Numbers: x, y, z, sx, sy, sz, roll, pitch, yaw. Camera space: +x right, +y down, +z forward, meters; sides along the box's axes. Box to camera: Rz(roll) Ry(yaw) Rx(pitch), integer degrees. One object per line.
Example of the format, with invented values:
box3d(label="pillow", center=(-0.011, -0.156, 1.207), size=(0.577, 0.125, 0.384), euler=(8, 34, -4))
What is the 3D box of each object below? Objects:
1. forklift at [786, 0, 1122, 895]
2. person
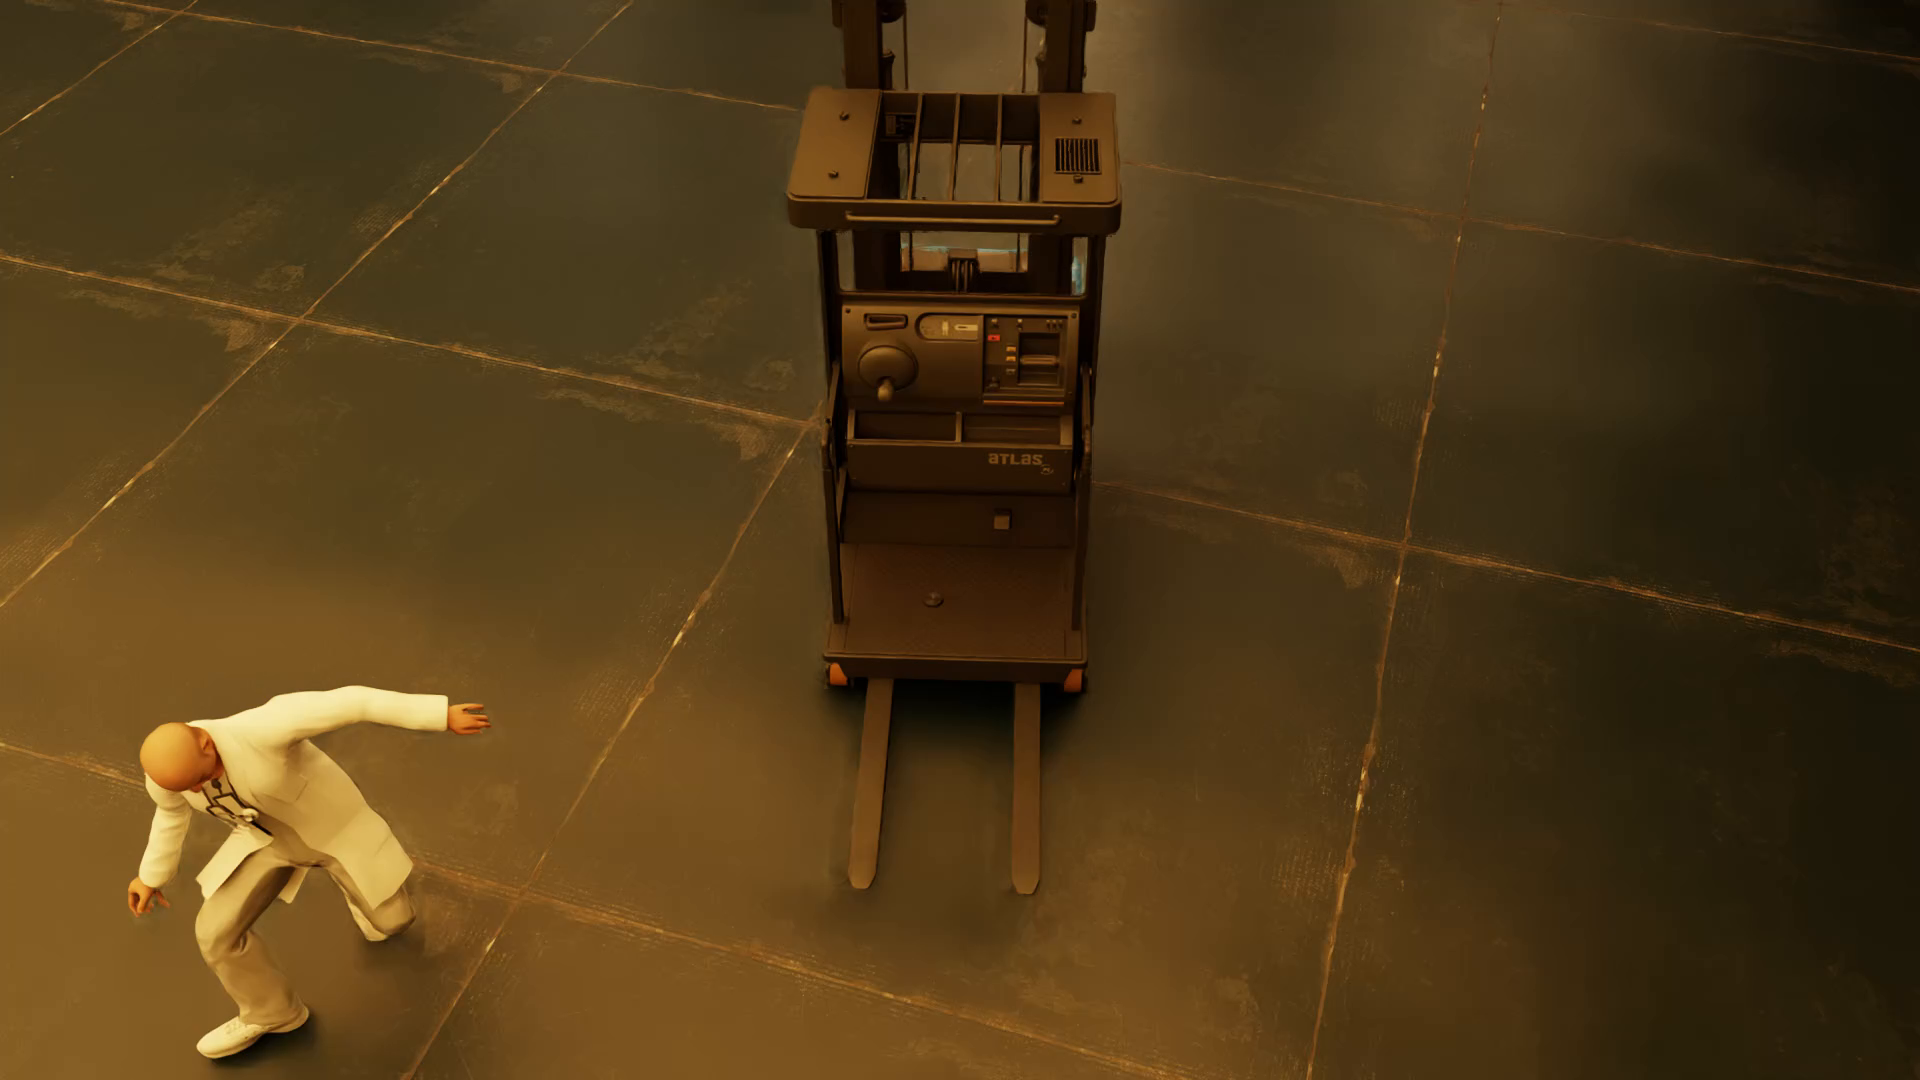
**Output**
box3d(label="forklift", center=(-0.005, -0.646, 6.384), size=(1.130, 2.935, 3.031), euler=(1, 43, 2))
box3d(label="person", center=(-2.173, 1.023, 5.605), size=(1.233, 1.542, 0.754), euler=(1, 43, 1))
